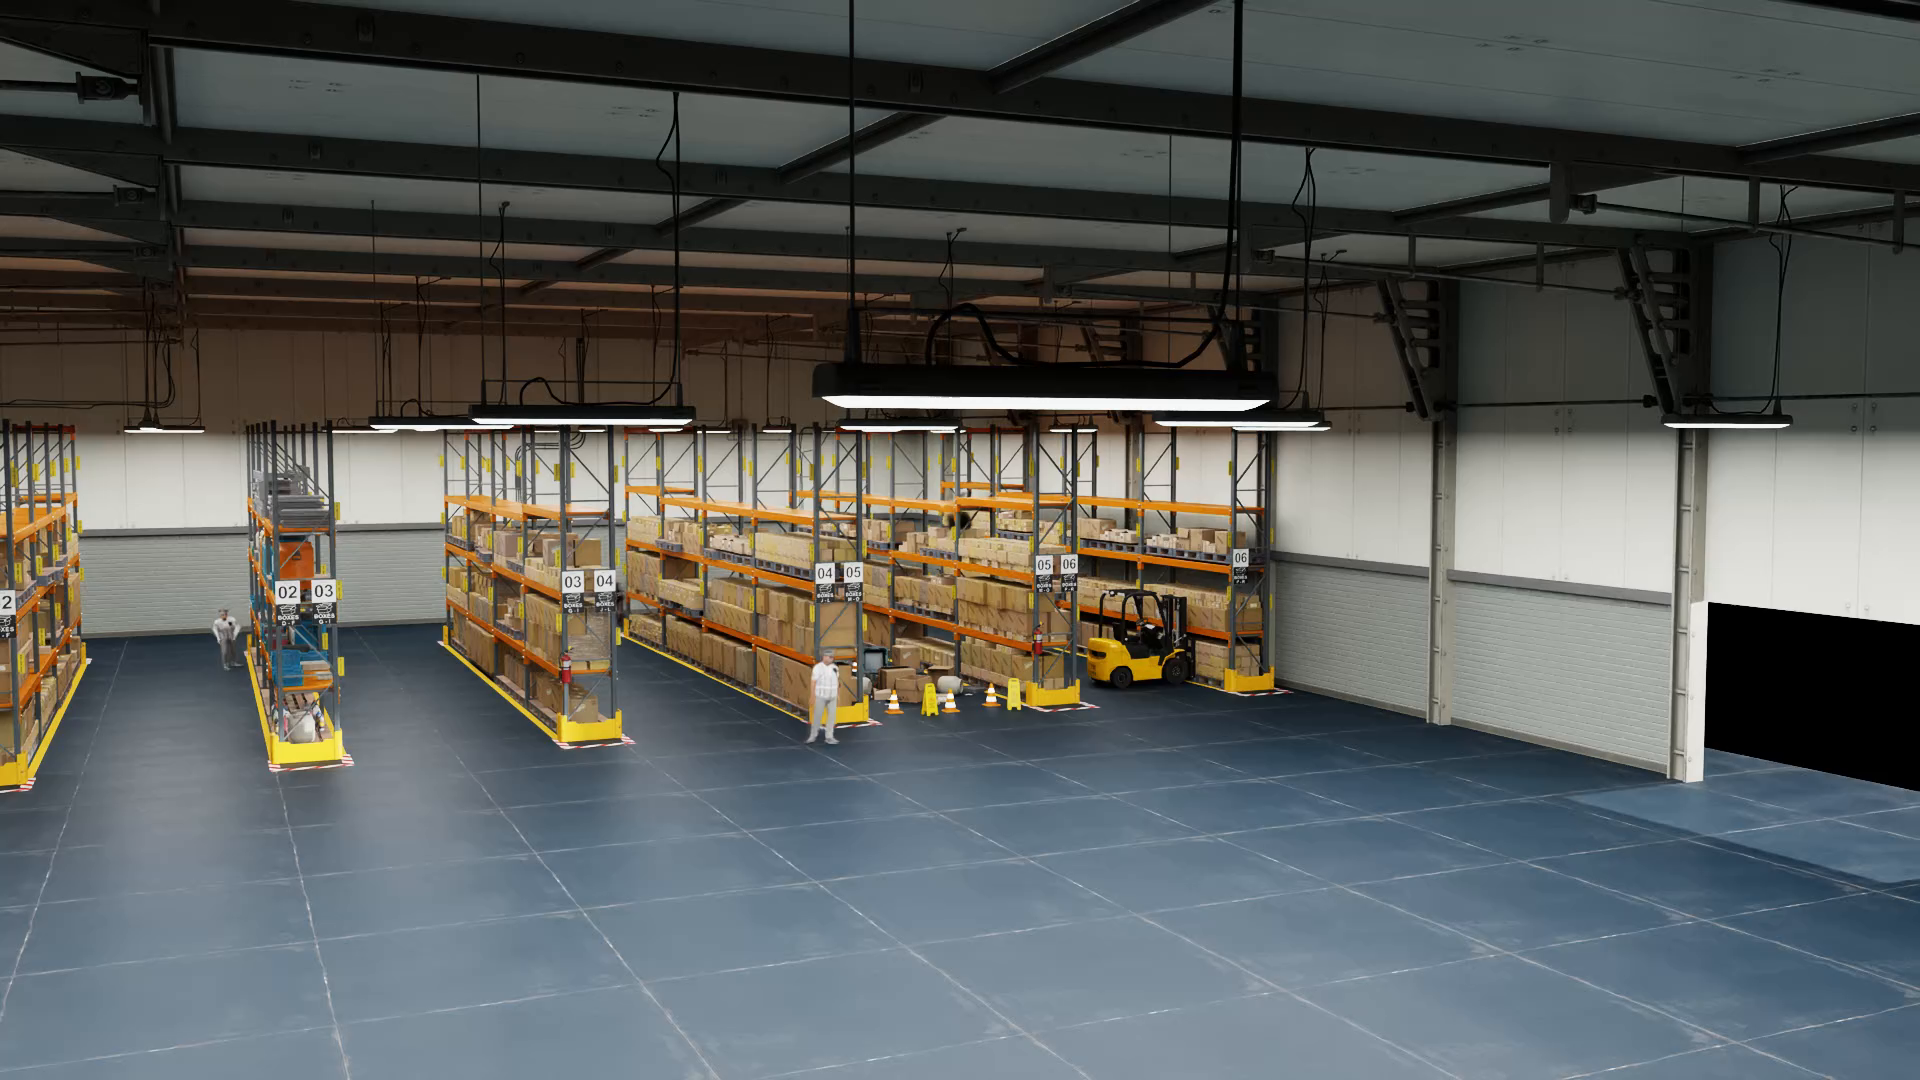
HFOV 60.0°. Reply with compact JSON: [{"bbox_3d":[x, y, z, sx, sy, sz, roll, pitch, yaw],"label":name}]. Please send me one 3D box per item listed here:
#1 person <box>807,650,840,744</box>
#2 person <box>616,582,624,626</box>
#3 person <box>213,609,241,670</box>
[{"bbox_3d":[-2.545,2.915,30.972,0.628,1.759,0.512,-2,4,-34],"label":"person"},{"bbox_3d":[-10.338,1.839,49.665,0.696,1.547,0.902,1,4,14],"label":"person"},{"bbox_3d":[-17.966,2.421,40.792,0.659,1.531,0.810,-2,4,-34],"label":"person"}]
